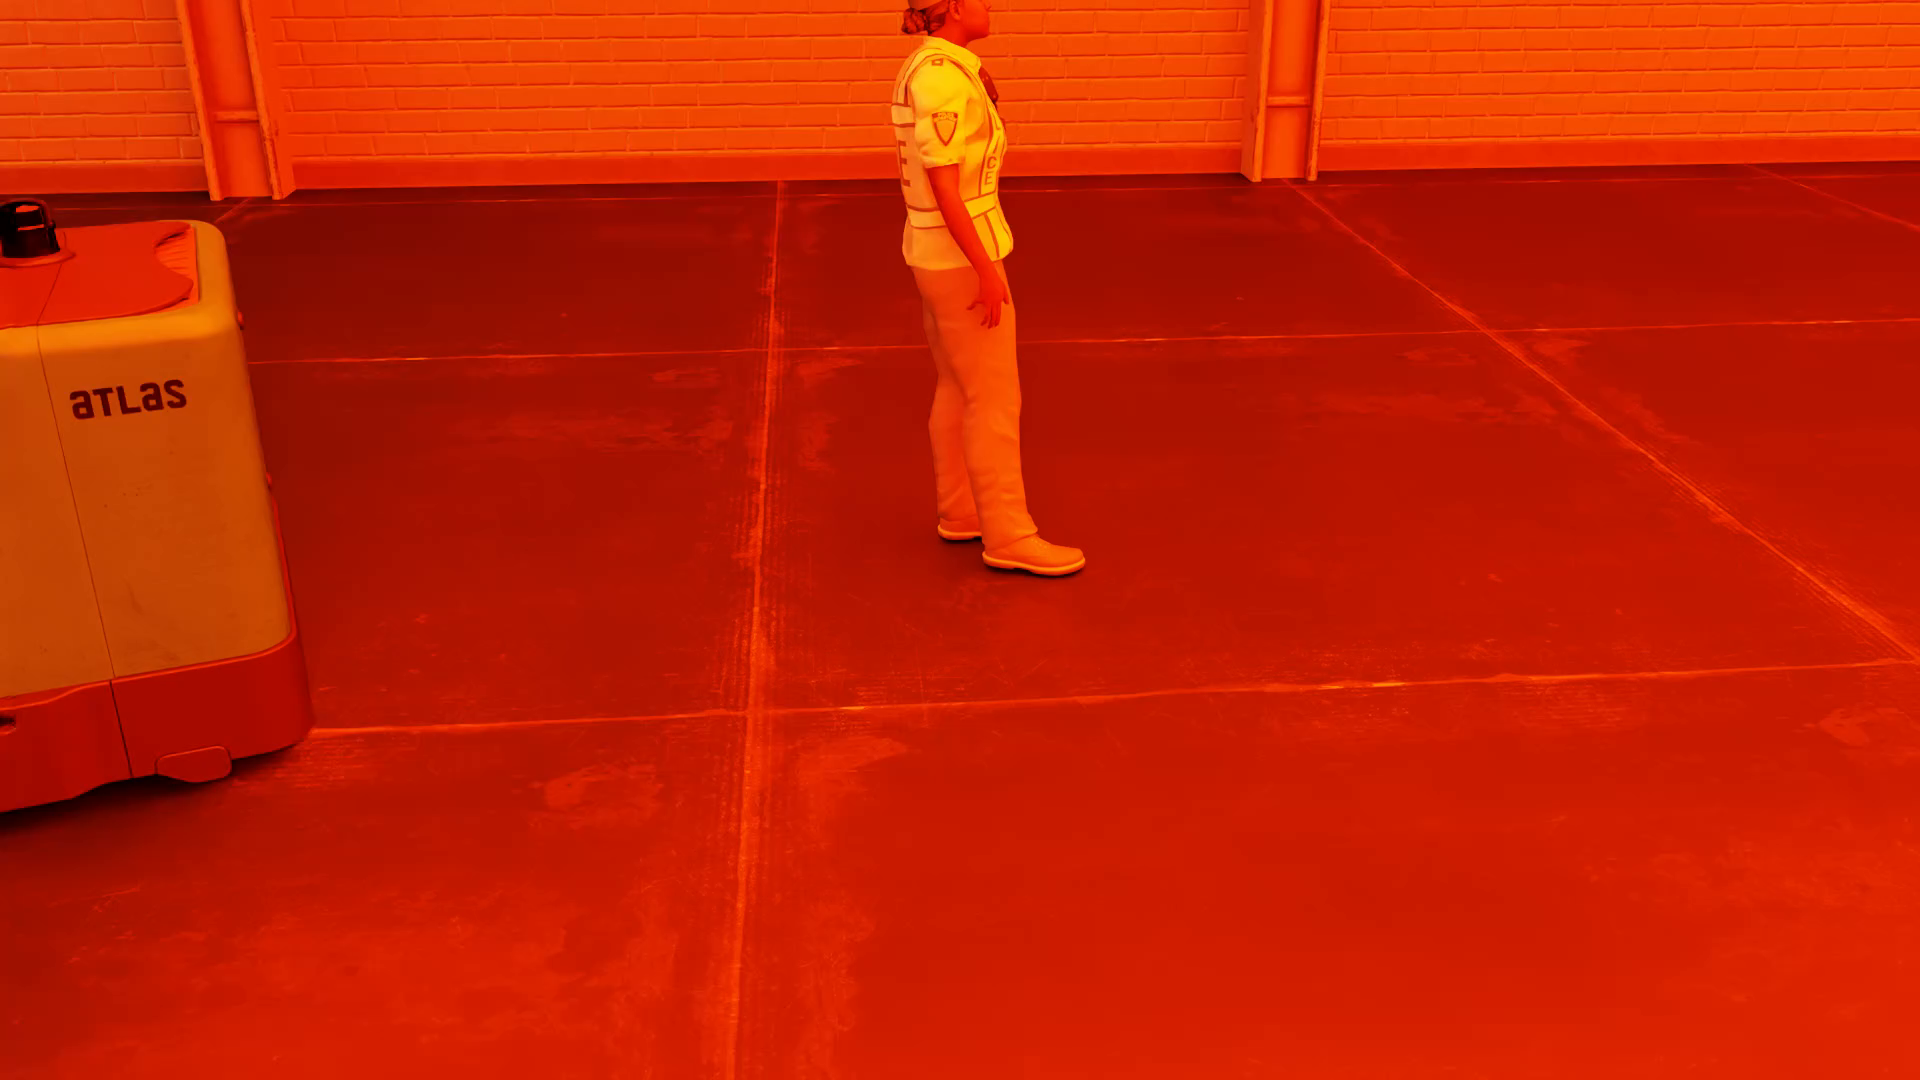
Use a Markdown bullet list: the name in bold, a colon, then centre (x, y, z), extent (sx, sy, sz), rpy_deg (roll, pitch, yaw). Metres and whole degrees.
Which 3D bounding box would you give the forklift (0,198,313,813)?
- **forklift**: centre (-3.055, -0.766, 3.092), extent (3.031, 2.935, 1.130), rpy_deg (-10, 25, -22)

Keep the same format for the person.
- **person**: centre (0.077, -0.778, 4.648), extent (0.528, 1.697, 0.570), rpy_deg (-2, 24, -5)
